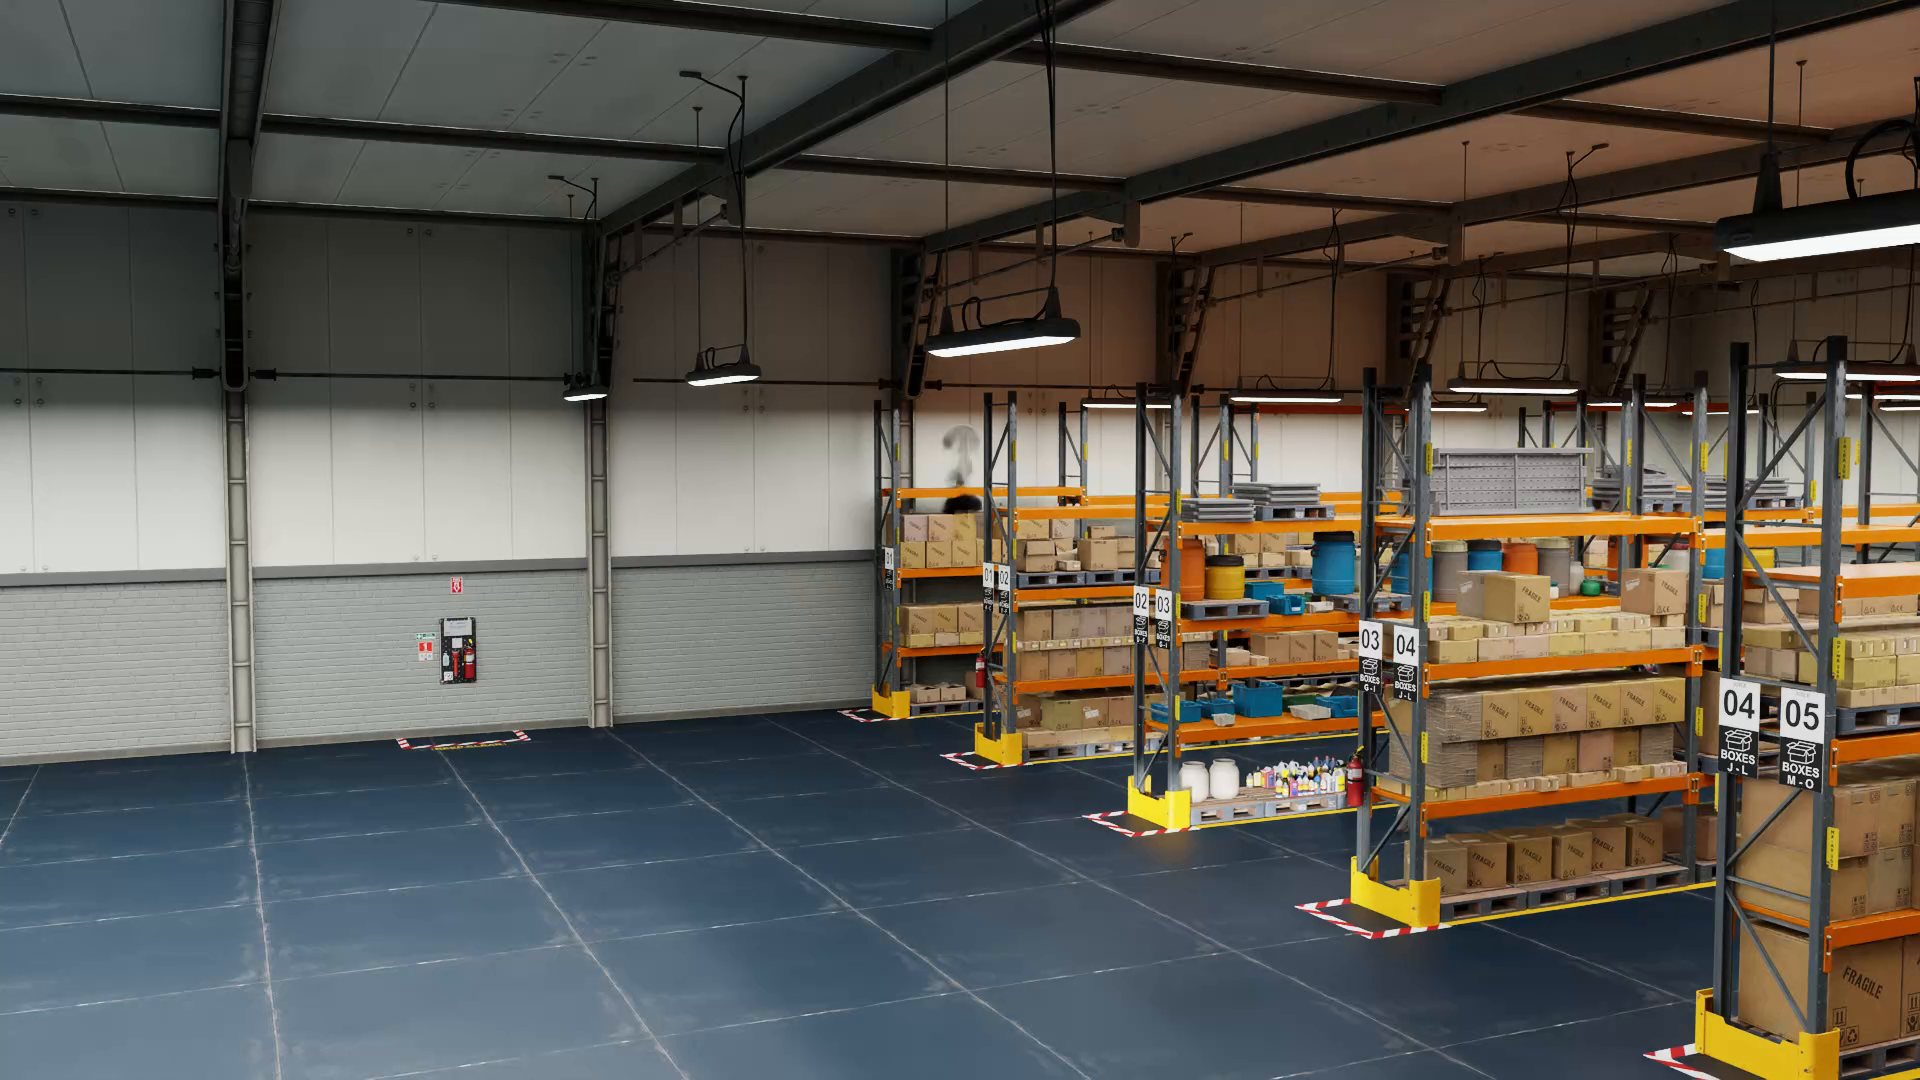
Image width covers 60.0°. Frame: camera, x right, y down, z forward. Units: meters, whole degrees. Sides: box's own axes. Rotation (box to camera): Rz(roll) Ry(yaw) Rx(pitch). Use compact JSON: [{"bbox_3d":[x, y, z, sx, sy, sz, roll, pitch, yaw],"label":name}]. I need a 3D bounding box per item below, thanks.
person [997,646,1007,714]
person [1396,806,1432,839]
[{"bbox_3d":[0.886,2.659,29.121,0.746,1.654,0.653,-2,4,-34],"label":"person"},{"bbox_3d":[5.515,3.193,20.269,0.667,1.612,0.605,-2,4,-31],"label":"person"}]
